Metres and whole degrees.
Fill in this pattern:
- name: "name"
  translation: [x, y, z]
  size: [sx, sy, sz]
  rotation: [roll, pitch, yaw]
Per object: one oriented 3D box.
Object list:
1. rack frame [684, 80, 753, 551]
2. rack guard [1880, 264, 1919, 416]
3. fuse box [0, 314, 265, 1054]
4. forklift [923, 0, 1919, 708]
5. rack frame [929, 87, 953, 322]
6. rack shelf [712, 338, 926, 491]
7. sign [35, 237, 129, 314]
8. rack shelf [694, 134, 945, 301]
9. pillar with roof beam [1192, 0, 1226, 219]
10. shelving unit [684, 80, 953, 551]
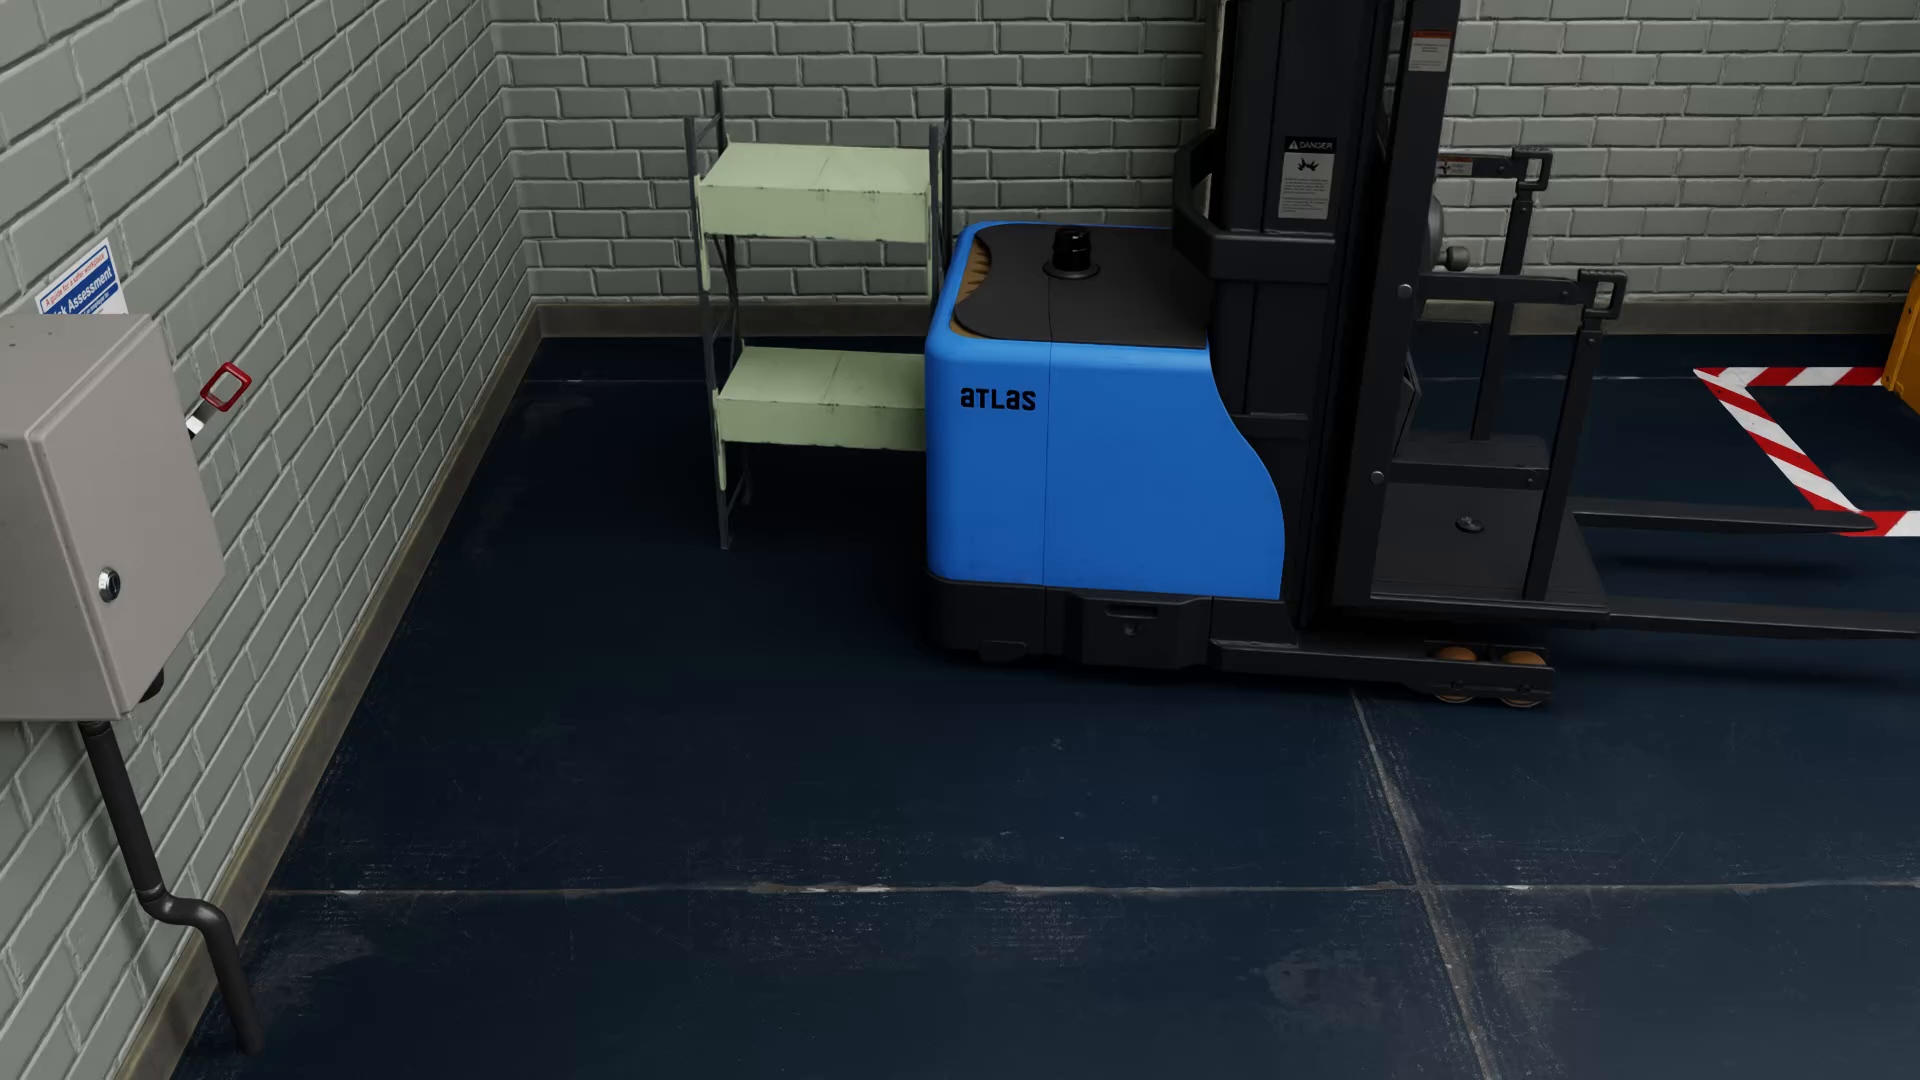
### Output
- name: "rack frame"
  translation: [-0.785, -0.709, 5.472]
  size: [0.023, 1.500, 0.400]
  rotation: [3, 31, 5]
- name: "rack guard"
  translation: [3.944, -0.580, 6.224]
  size: [0.348, 0.500, 1.175]
  rotation: [0, 31, 0]
- name: "fuse box"
  translation: [-1.604, 0.417, 3.414]
  size: [0.414, 1.711, 0.539]
  rotation: [0, 31, 0]
- name: "forklift"
  translation: [1.440, -1.049, 4.653]
  size: [3.031, 2.935, 1.130]
  rotation: [3, 31, 5]
- name: "rack frame"
  translation: [-0.057, -0.667, 5.403]
  size: [0.023, 1.500, 0.400]
  rotation: [3, 31, 5]
- name: "rack shelf"
  translation: [-0.421, -0.409, 5.607]
  size: [0.720, 0.370, 0.431]
  rotation: [3, 31, 5]
- name: "sign"
  translation: [-1.814, -0.349, 3.525]
  size: [0.001, 0.494, 0.329]
  rotation: [0, 31, 0]
- name: "rack shelf"
  translation: [-0.421, -1.021, 5.235]
  size: [0.720, 0.370, 0.431]
  rotation: [3, 31, 5]
- name: "pillar with roof beam"
  translation: [1.192, -2.439, 1.095]
  size: [0.400, 9.000, 9.100]
  rotation: [0, 31, 0]
- name: "shelving unit"
  translation: [-0.421, -0.688, 5.438]
  size: [0.755, 1.500, 0.431]
  rotation: [3, 31, 5]
